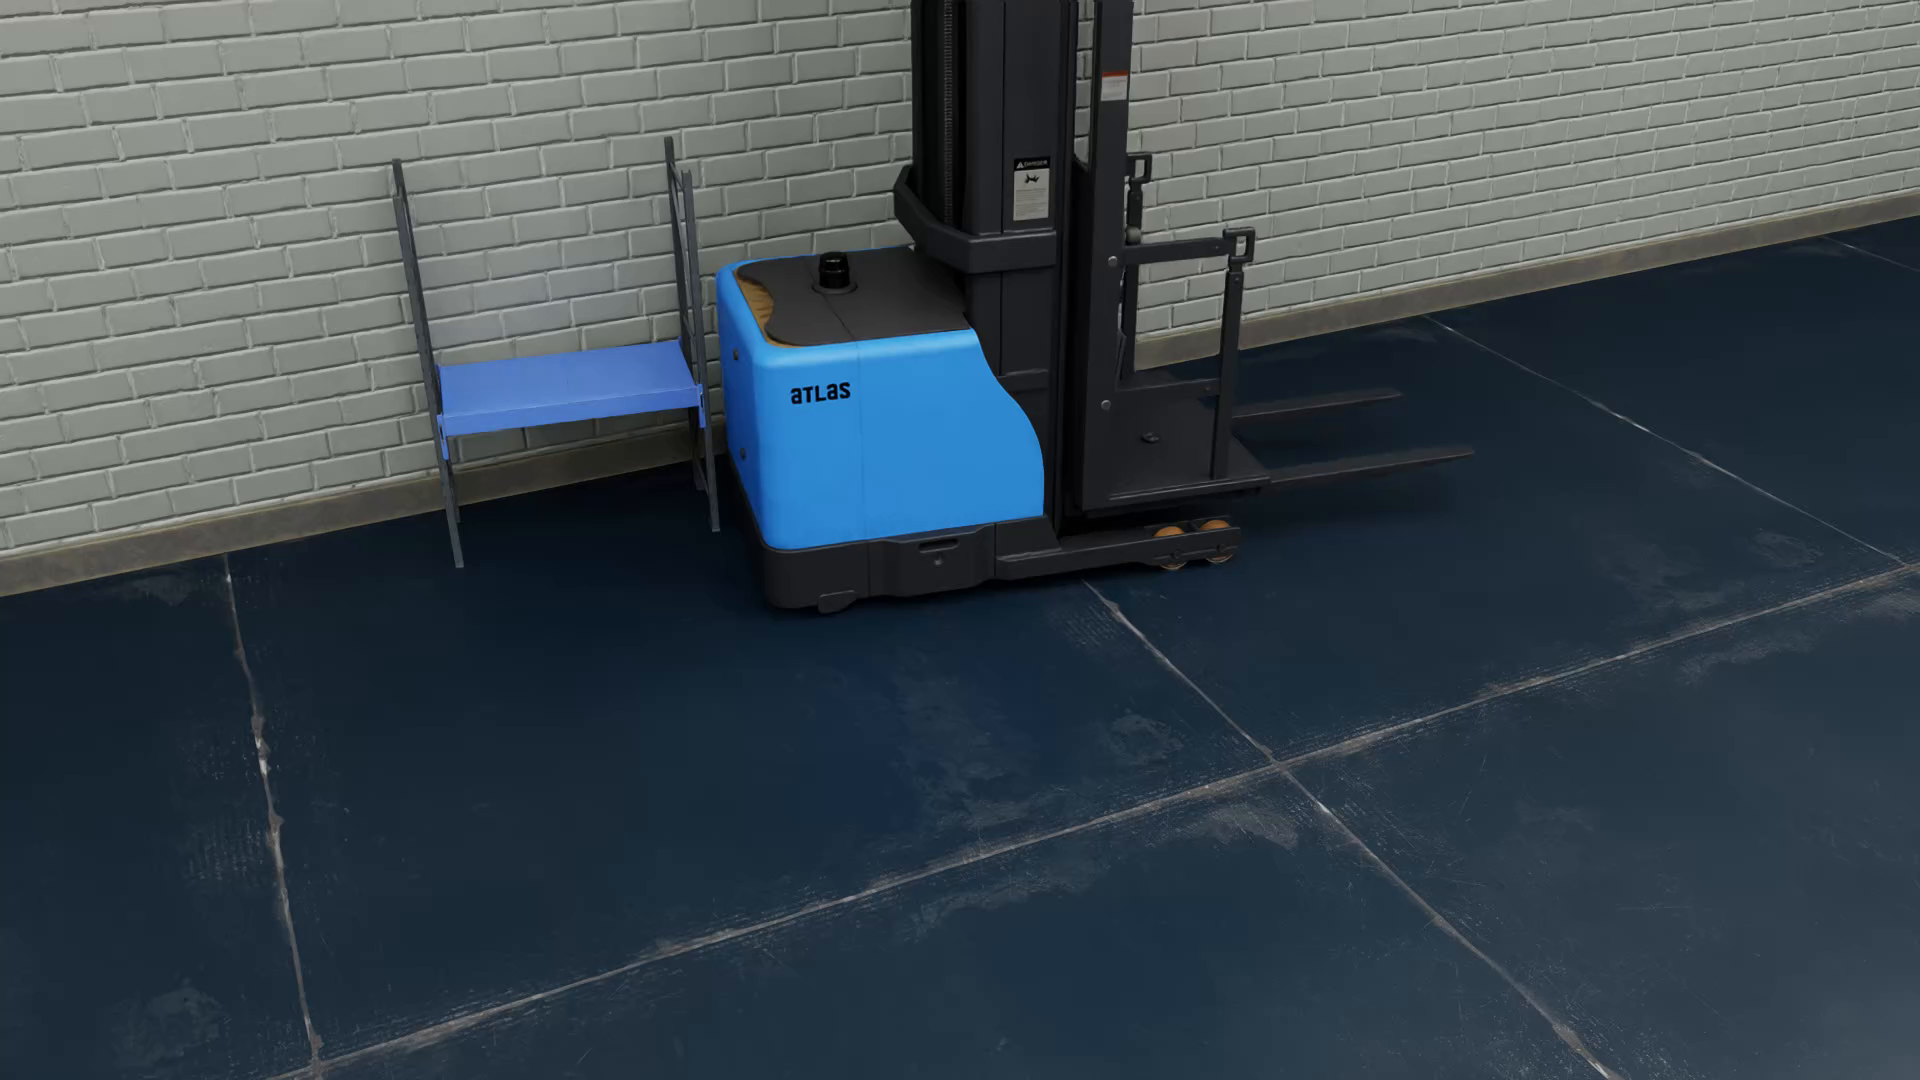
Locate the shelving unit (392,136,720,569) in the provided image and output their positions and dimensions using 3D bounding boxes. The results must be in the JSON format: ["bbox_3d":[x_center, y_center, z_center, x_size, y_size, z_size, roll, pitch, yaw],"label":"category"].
[{"bbox_3d":[-1.556,-0.732,6.521,1.048,1.500,0.538,-8,30,-15],"label":"shelving unit"}]

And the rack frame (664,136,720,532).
[{"bbox_3d":[-1.069,-0.804,6.650,0.032,1.500,0.500,-8,30,-15],"label":"rack frame"}]

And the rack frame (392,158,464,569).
[{"bbox_3d":[-2.042,-0.660,6.393,0.032,1.500,0.500,-8,30,-15],"label":"rack frame"}]

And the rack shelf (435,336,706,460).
[{"bbox_3d":[-1.556,-0.575,6.609,1.000,0.185,0.538,-8,30,-15],"label":"rack shelf"}]

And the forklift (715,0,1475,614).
[{"bbox_3d":[0.608,-1.402,6.253,3.031,2.935,1.130,-8,30,-14],"label":"forklift"}]
